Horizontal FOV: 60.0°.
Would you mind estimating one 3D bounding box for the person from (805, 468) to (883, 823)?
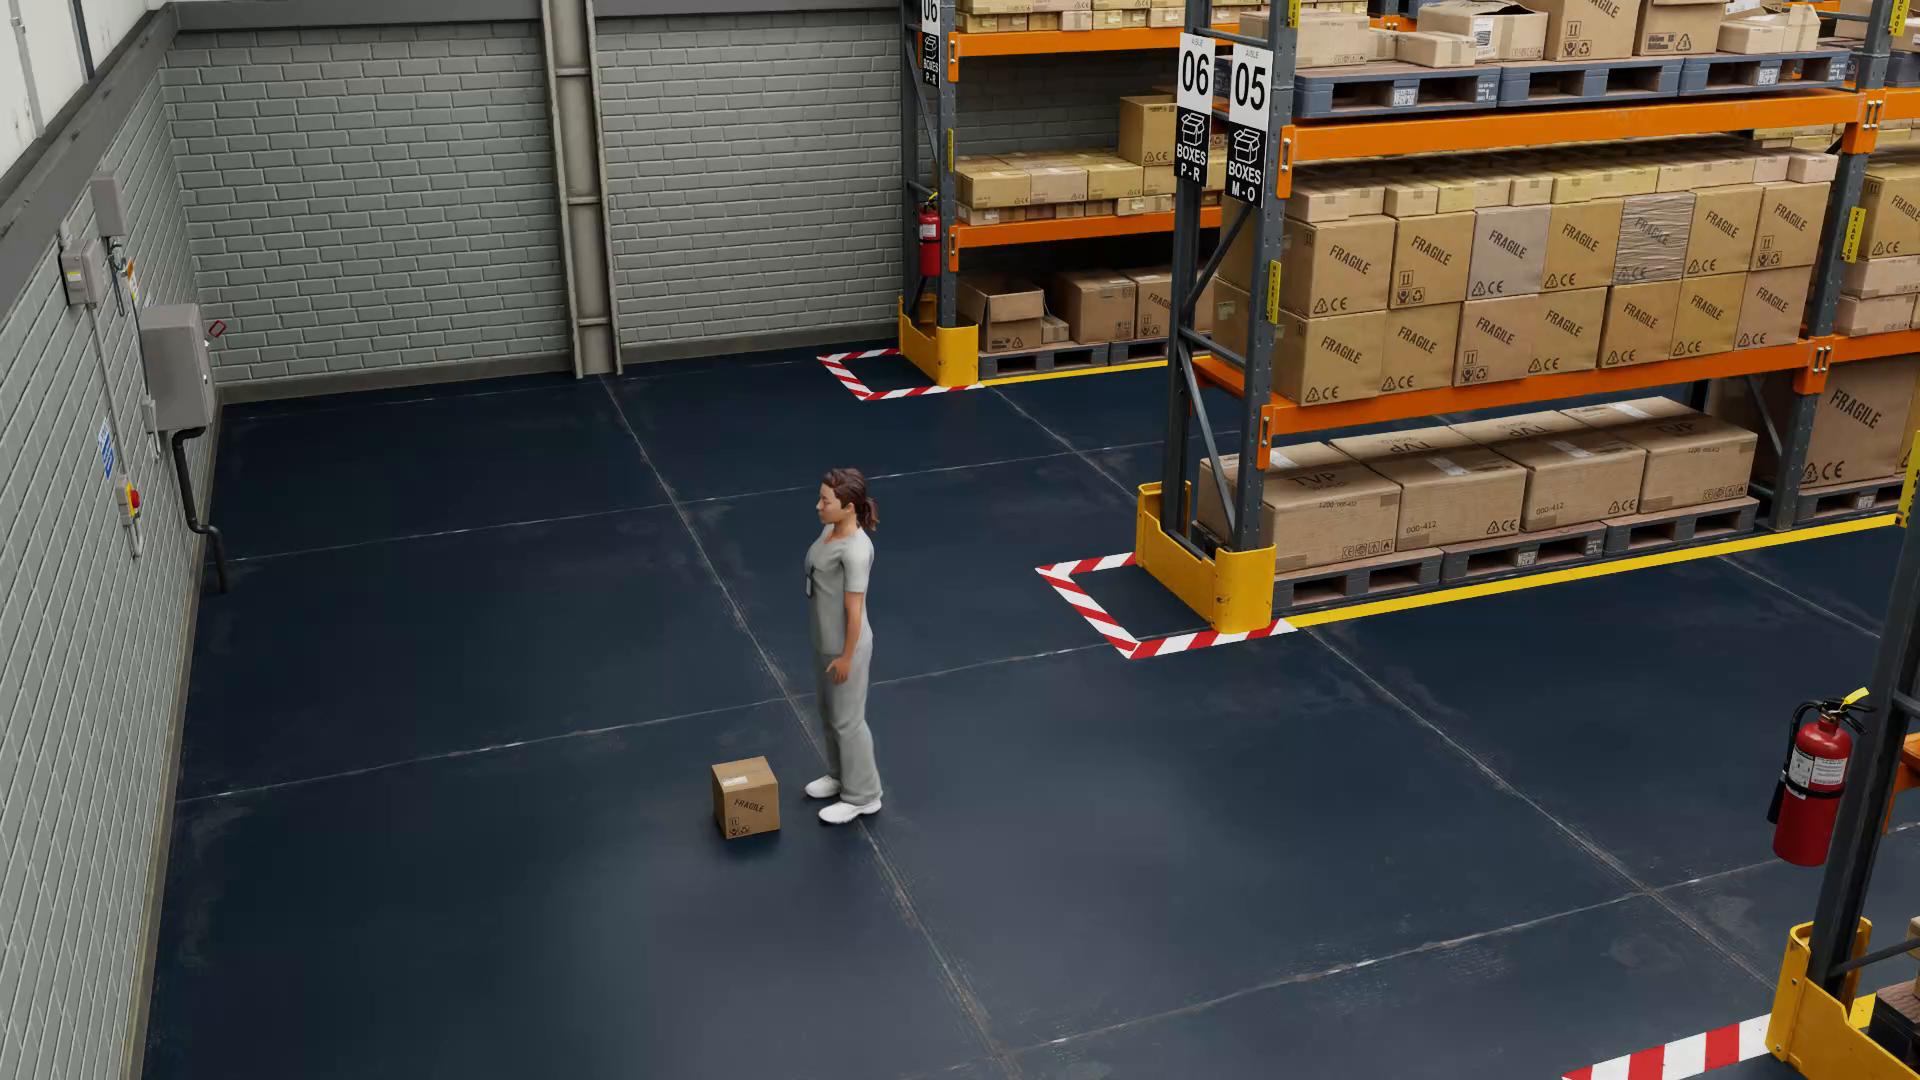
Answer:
[{"bbox_3d":[-0.520,0.465,7.490,0.359,1.668,0.436,-8,24,-18],"label":"person"}]
